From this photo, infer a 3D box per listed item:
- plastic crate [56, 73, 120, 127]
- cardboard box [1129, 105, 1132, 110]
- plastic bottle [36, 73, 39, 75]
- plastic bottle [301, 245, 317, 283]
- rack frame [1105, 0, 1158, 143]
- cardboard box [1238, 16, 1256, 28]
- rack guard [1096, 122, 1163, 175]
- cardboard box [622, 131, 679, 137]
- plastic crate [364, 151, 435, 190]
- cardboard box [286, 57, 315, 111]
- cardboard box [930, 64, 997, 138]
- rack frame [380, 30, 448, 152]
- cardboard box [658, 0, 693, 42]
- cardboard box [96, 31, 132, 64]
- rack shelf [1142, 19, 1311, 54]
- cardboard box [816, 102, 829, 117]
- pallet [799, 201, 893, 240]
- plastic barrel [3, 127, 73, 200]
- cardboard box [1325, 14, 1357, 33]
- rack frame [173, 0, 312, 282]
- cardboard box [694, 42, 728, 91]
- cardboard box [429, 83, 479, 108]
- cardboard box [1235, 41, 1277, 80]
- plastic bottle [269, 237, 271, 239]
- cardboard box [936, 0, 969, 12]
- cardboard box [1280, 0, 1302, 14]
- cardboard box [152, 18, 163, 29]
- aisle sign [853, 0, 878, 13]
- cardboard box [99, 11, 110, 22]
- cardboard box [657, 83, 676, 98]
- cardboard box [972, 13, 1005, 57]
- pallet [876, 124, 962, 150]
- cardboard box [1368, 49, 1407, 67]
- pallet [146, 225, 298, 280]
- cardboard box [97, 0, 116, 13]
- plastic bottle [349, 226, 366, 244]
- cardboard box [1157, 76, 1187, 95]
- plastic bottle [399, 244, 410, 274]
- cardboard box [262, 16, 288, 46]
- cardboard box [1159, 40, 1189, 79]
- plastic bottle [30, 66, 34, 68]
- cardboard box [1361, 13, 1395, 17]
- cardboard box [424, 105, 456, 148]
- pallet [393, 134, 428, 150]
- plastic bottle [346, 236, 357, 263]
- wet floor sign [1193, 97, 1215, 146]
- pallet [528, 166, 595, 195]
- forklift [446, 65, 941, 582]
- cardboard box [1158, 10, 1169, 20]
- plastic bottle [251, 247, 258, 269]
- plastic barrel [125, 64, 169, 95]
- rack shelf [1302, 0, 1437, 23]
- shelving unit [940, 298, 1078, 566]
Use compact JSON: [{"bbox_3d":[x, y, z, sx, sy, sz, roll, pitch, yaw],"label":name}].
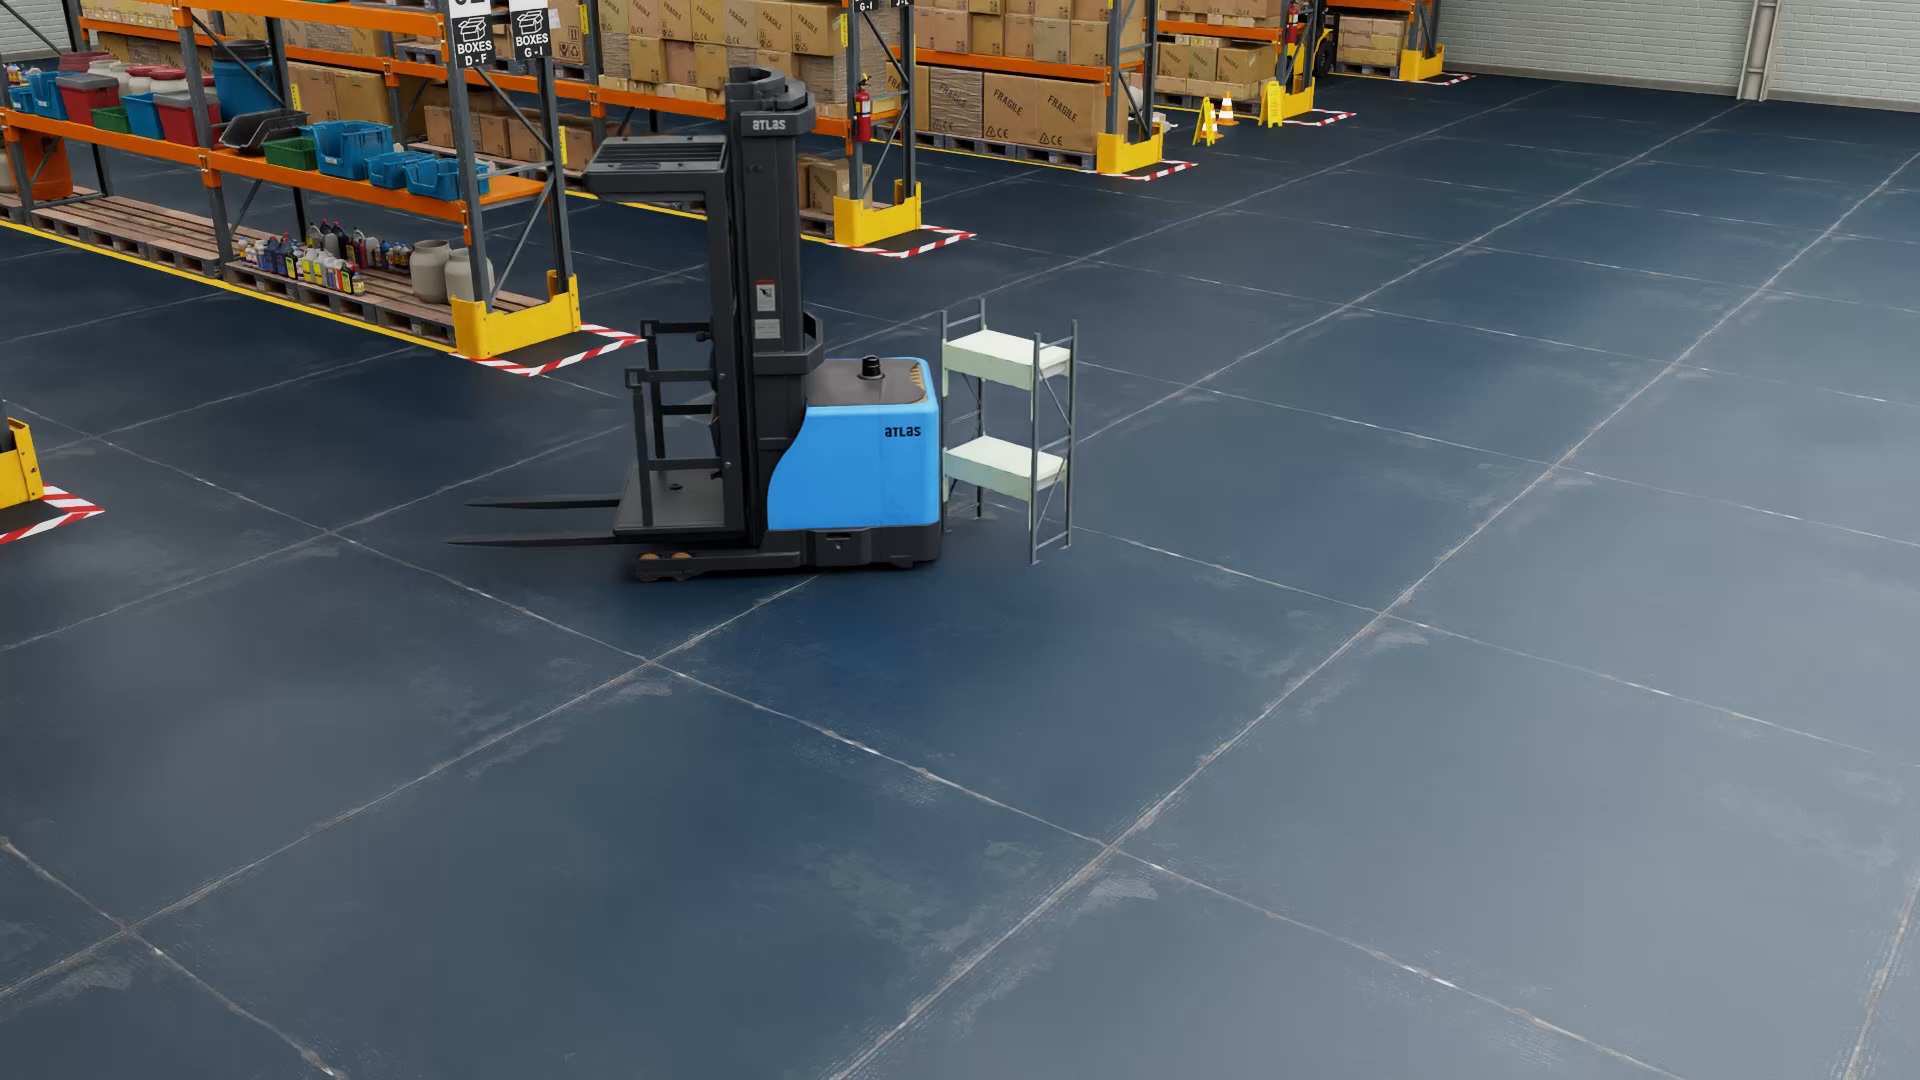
[{"bbox_3d":[-9.102,-4.611,17.416,0.583,0.464,0.402,17,29,33],"label":"plastic crate"},{"bbox_3d":[2.180,-6.398,24.646,0.637,0.503,0.797,-1,24,-3],"label":"cardboard box"},{"bbox_3d":[-10.455,-5.174,18.928,0.135,0.276,0.152,17,29,33],"label":"plastic bottle"},{"bbox_3d":[-6.123,-2.616,15.706,0.185,0.351,0.144,17,29,33],"label":"plastic bottle"},{"bbox_3d":[2.216,-6.311,21.353,0.127,3.000,1.000,17,29,33],"label":"rack frame"},{"bbox_3d":[4.407,-7.864,25.190,0.250,0.149,0.380,16,29,33],"label":"cardboard box"},{"bbox_3d":[2.235,-5.161,21.843,0.348,0.500,1.175,17,29,33],"label":"rack guard"},{"bbox_3d":[-3.744,-4.641,20.142,0.500,0.500,0.500,16,28,32],"label":"cardboard box"},{"bbox_3d":[-4.906,-3.252,14.595,0.408,0.251,0.499,17,29,33],"label":"plastic crate"},{"bbox_3d":[-9.202,-6.492,23.879,0.875,0.875,1.225,16,28,32],"label":"cardboard box"},{"bbox_3d":[0.200,-6.106,23.003,0.875,0.875,0.875,17,29,34],"label":"cardboard box"},{"bbox_3d":[-7.241,-6.669,22.167,0.127,3.000,1.000,17,29,33],"label":"rack frame"},{"bbox_3d":[-3.032,-5.909,18.708,0.500,0.500,0.500,17,29,33],"label":"cardboard box"},{"bbox_3d":[-13.082,-7.695,26.608,0.875,0.875,0.875,17,29,33],"label":"cardboard box"},{"bbox_3d":[3.504,-8.087,26.275,4.000,0.370,1.077,17,29,33],"label":"rack shelf"},{"bbox_3d":[-1.391,-4.683,17.970,0.250,0.149,0.380,17,29,33],"label":"cardboard box"},{"bbox_3d":[-1.529,-3.685,18.852,1.213,0.211,1.003,17,29,33],"label":"pallet"},{"bbox_3d":[-10.613,-4.383,19.149,0.708,0.830,0.600,17,29,33],"label":"plastic barrel"},{"bbox_3d":[6.701,-9.177,29.508,0.500,0.250,0.500,17,29,34],"label":"cardboard box"},{"bbox_3d":[-7.011,-4.104,16.344,0.127,3.000,1.000,17,29,33],"label":"rack frame"},{"bbox_3d":[-2.502,-5.400,18.793,0.500,0.500,0.875,17,29,33],"label":"cardboard box"},{"bbox_3d":[-6.687,-5.918,22.085,0.500,0.250,0.500,18,30,35],"label":"cardboard box"},{"bbox_3d":[4.605,-7.499,26.009,0.500,0.500,0.500,16,28,32],"label":"cardboard box"},{"bbox_3d":[-6.680,-2.809,16.228,0.133,0.283,0.061,17,29,33],"label":"plastic bottle"},{"bbox_3d":[0.149,-7.470,22.459,0.550,0.550,0.875,17,29,33],"label":"cardboard box"},{"bbox_3d":[4.891,-8.318,25.416,0.500,0.500,0.500,16,29,33],"label":"cardboard box"},{"bbox_3d":[-11.911,-7.800,25.045,0.250,0.149,0.380,16,29,32],"label":"cardboard box"},{"bbox_3d":[-0.970,-5.813,16.998,0.004,0.787,0.394,17,29,33],"label":"aisle sign"},{"bbox_3d":[-13.145,-8.173,25.892,0.250,0.149,0.380,16,28,32],"label":"cardboard box"},{"bbox_3d":[-3.259,-5.191,19.123,0.250,0.149,0.380,17,29,33],"label":"cardboard box"},{"bbox_3d":[0.617,-6.871,22.439,0.500,0.550,0.875,17,29,33],"label":"cardboard box"},{"bbox_3d":[-0.423,-5.793,23.636,1.213,0.211,1.003,17,29,33],"label":"pallet"},{"bbox_3d":[7.512,-8.480,29.166,0.500,0.250,0.500,17,29,34],"label":"cardboard box"},{"bbox_3d":[-7.662,-3.005,17.309,1.213,0.211,1.003,17,29,33],"label":"pallet"},{"bbox_3d":[-13.001,-8.345,25.786,0.500,0.250,0.500,16,29,33],"label":"cardboard box"},{"bbox_3d":[-5.911,-2.906,16.365,0.185,0.351,0.144,17,29,33],"label":"plastic bottle"},{"bbox_3d":[3.464,-7.227,26.322,0.500,0.250,0.500,16,28,31],"label":"cardboard box"},{"bbox_3d":[-5.348,-2.711,16.022,0.097,0.271,0.097,0,24,0],"label":"plastic bottle"},{"bbox_3d":[-9.421,-7.248,23.356,0.500,0.500,0.500,16,28,32],"label":"cardboard box"},{"bbox_3d":[3.487,-7.568,26.166,0.500,0.500,0.500,16,28,32],"label":"cardboard box"},{"bbox_3d":[-10.814,-5.386,19.398,0.133,0.283,0.061,17,29,33],"label":"plastic bottle"},{"bbox_3d":[7.405,-9.223,29.612,0.500,0.250,0.500,17,29,33],"label":"cardboard box"},{"bbox_3d":[-6.693,-5.571,22.229,0.500,0.500,0.700,15,28,31],"label":"cardboard box"},{"bbox_3d":[-7.827,-5.608,23.217,1.213,0.211,1.003,17,29,33],"label":"pallet"},{"bbox_3d":[-5.952,-2.836,16.289,0.133,0.283,0.061,17,29,33],"label":"plastic bottle"},{"bbox_3d":[3.427,-5.865,23.261,0.232,0.644,0.267,12,26,24],"label":"wet floor sign"},{"bbox_3d":[-4.664,-4.614,20.960,1.213,0.211,1.003,17,29,33],"label":"pallet"},{"bbox_3d":[-1.662,-1.309,10.086,3.031,2.935,1.130,-2,24,-4],"label":"forklift"},{"bbox_3d":[3.199,-8.241,26.044,0.250,0.149,0.380,17,29,33],"label":"cardboard box"},{"bbox_3d":[-6.856,-2.757,16.213,0.097,0.201,0.097,0,24,0],"label":"plastic bottle"},{"bbox_3d":[-8.578,-4.750,17.643,0.433,0.535,0.433,0,24,0],"label":"plastic barrel"},{"bbox_3d":[6.478,-9.689,29.912,4.000,0.370,1.077,17,29,33],"label":"rack shelf"},{"bbox_3d":[0.295,-0.683,10.440,0.755,1.500,0.431,19,30,37],"label":"shelving unit"}]
